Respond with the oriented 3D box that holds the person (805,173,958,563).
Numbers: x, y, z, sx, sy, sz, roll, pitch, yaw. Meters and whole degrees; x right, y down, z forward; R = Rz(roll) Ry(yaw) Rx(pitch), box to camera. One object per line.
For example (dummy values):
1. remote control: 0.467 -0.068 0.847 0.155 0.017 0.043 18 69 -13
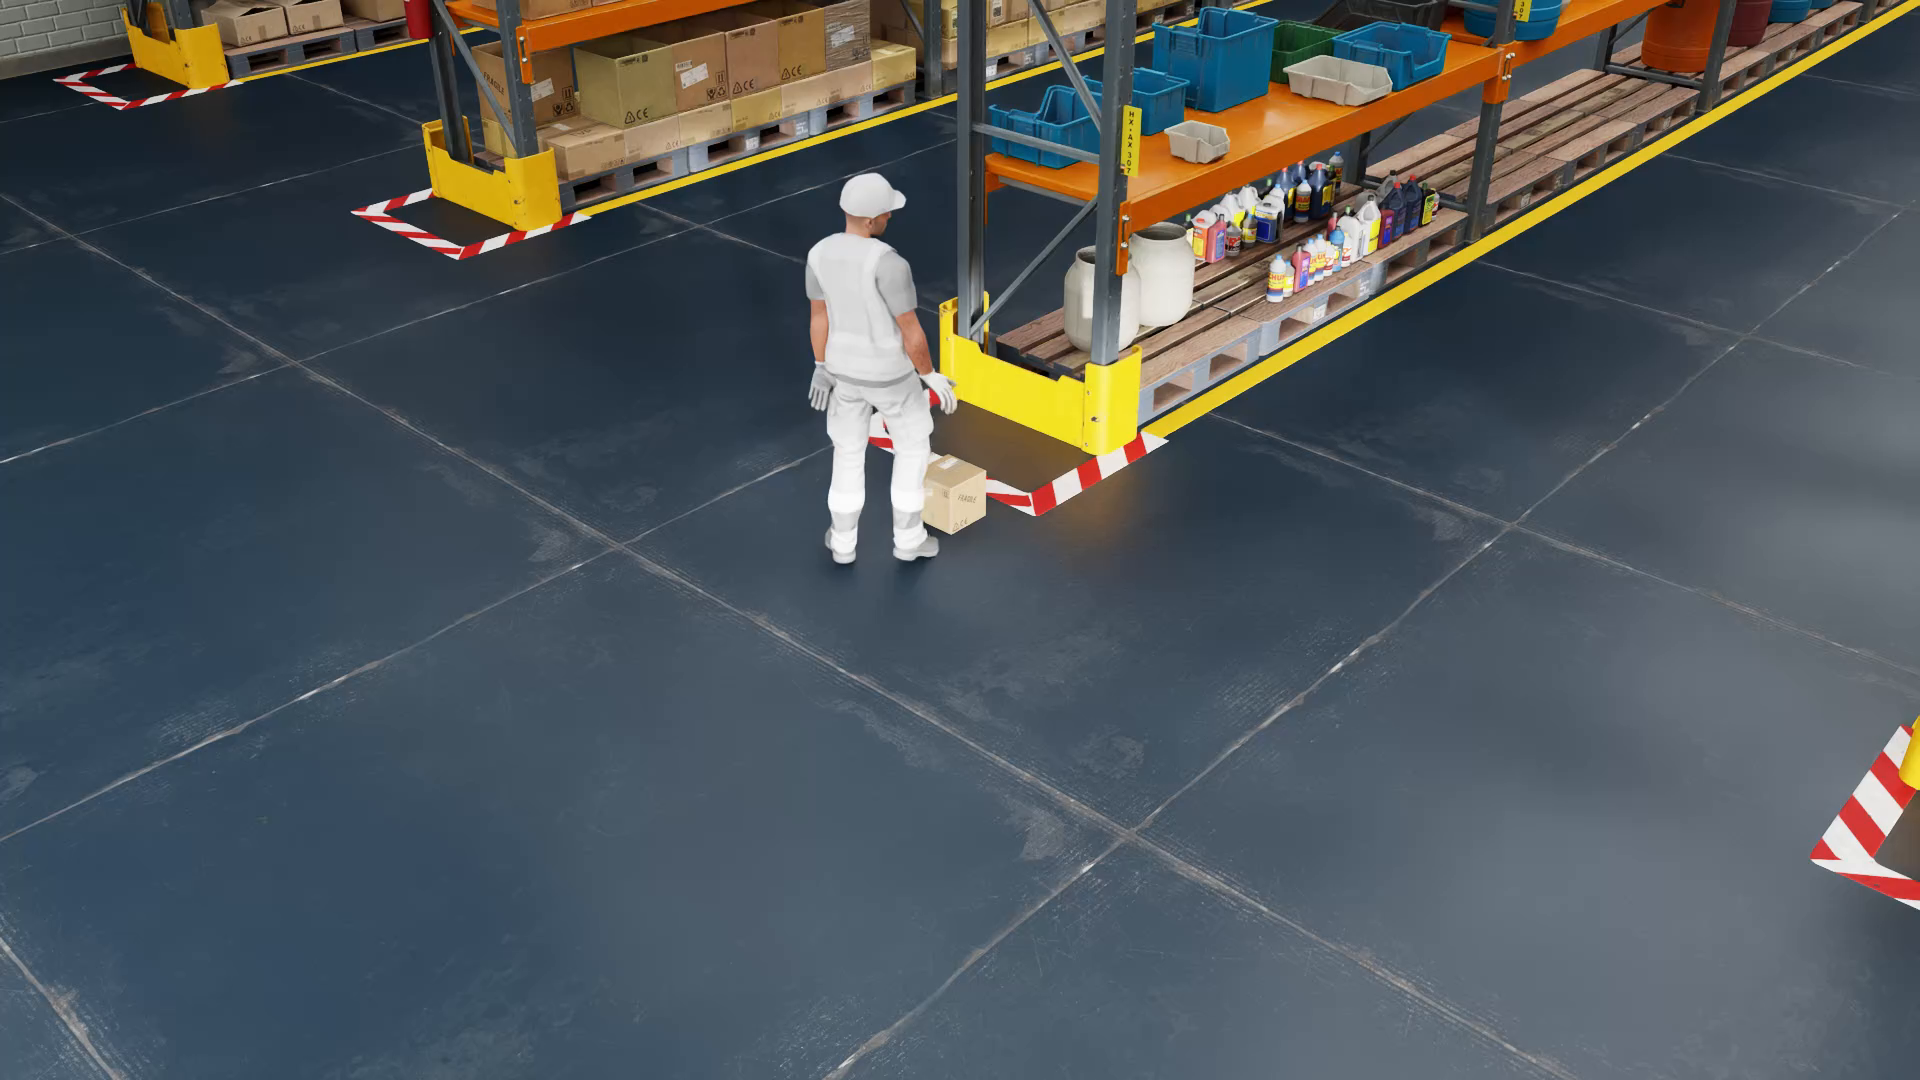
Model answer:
1. person: -0.335 -0.698 7.240 0.703 1.815 0.427 16 35 25
